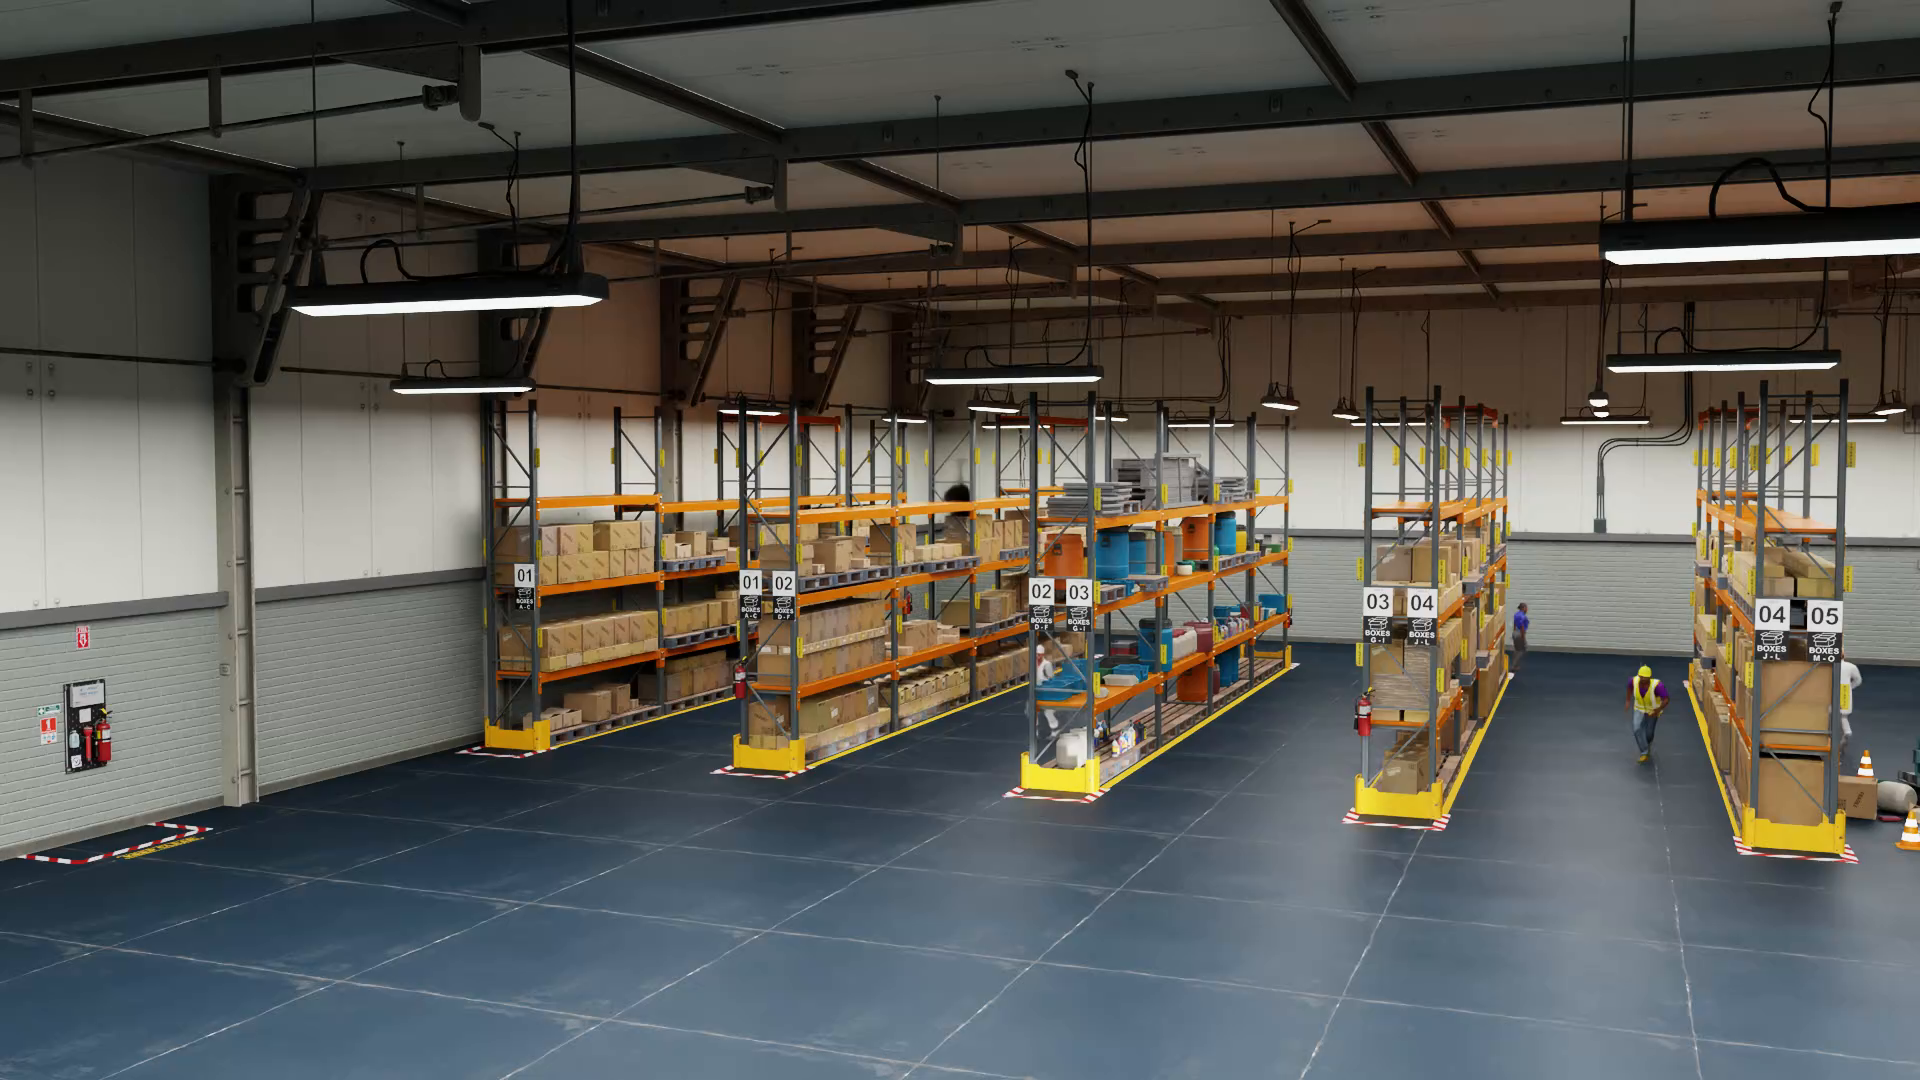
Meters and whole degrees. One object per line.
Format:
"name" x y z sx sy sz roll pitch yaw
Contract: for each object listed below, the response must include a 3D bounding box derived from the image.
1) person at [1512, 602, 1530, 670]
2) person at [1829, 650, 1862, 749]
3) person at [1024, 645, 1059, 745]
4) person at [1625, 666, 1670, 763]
"person" 13.144 2.280 39.000 0.401 1.662 0.599 0 3 -5
"person" 15.144 2.737 28.607 0.704 1.729 0.830 1 3 17
"person" 1.458 2.691 29.145 0.651 1.742 0.808 3 4 43
"person" 11.403 2.845 27.547 0.701 1.608 1.113 2 3 32
